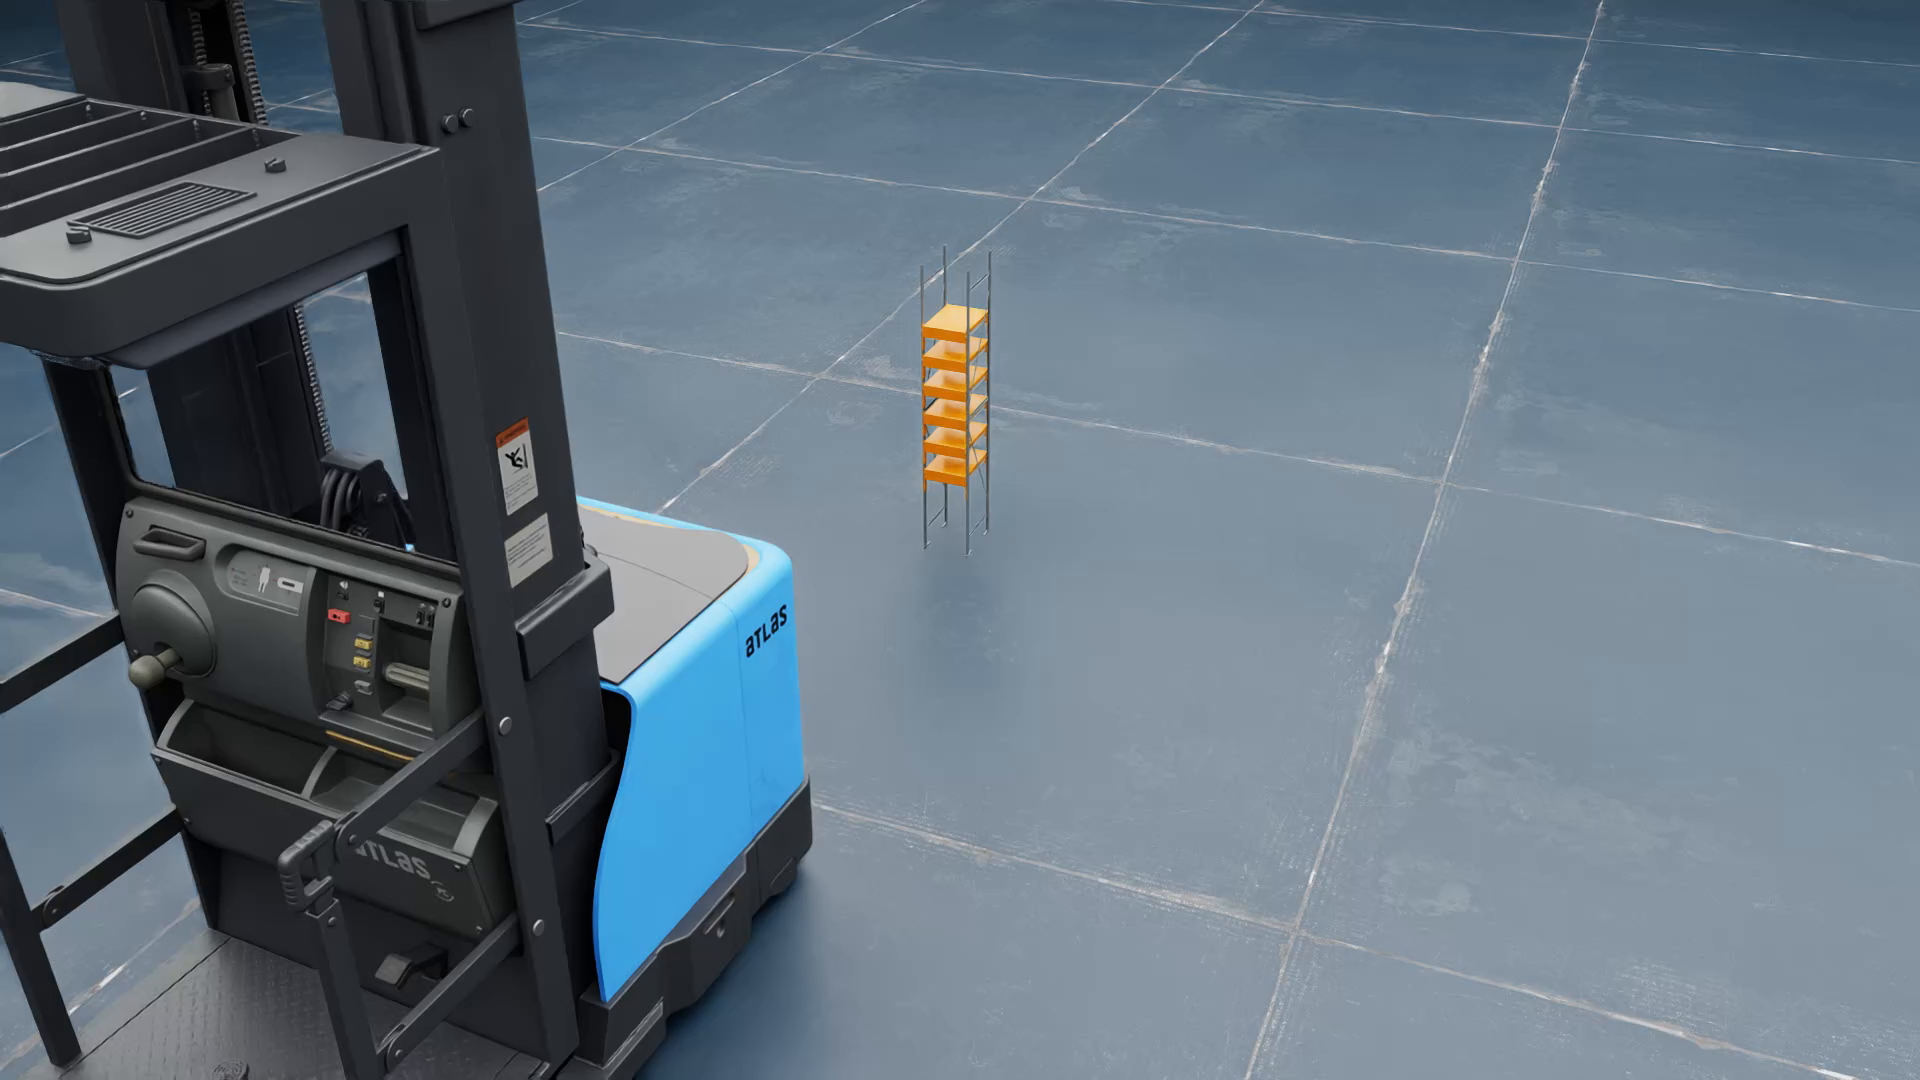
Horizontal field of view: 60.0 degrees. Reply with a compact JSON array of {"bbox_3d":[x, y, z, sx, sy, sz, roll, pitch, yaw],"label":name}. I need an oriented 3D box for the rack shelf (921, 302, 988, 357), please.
[{"bbox_3d":[-0.013,-0.800,6.304,0.180,0.103,0.258,11,31,19],"label":"rack shelf"}]

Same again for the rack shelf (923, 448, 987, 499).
[{"bbox_3d":[-0.013,-0.277,6.599,0.180,0.103,0.258,11,31,19],"label":"rack shelf"}]

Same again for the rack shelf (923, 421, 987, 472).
[{"bbox_3d":[-0.013,-0.382,6.540,0.180,0.103,0.258,11,31,19],"label":"rack shelf"}]

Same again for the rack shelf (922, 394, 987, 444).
[{"bbox_3d":[-0.013,-0.486,6.481,0.180,0.103,0.258,11,31,19],"label":"rack shelf"}]

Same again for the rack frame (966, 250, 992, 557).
[{"bbox_3d":[0.071,-0.508,6.430,0.006,1.200,0.240,11,31,19],"label":"rack frame"}]

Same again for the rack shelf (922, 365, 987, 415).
[{"bbox_3d":[-0.013,-0.591,6.422,0.180,0.103,0.258,11,31,19],"label":"rack shelf"}]

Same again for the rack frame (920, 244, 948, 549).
[{"bbox_3d":[-0.098,-0.542,6.489,0.006,1.200,0.240,11,31,19],"label":"rack frame"}]

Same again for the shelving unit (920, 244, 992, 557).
[{"bbox_3d":[-0.013,-0.525,6.459,0.189,1.200,0.258,11,31,19],"label":"shelving unit"}]

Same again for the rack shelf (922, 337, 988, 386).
[{"bbox_3d":[-0.013,-0.695,6.363,0.180,0.103,0.258,11,31,19],"label":"rack shelf"}]

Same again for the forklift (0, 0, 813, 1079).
[{"bbox_3d":[-1.526,0.231,3.362,1.130,2.935,3.031,13,32,22],"label":"forklift"}]
